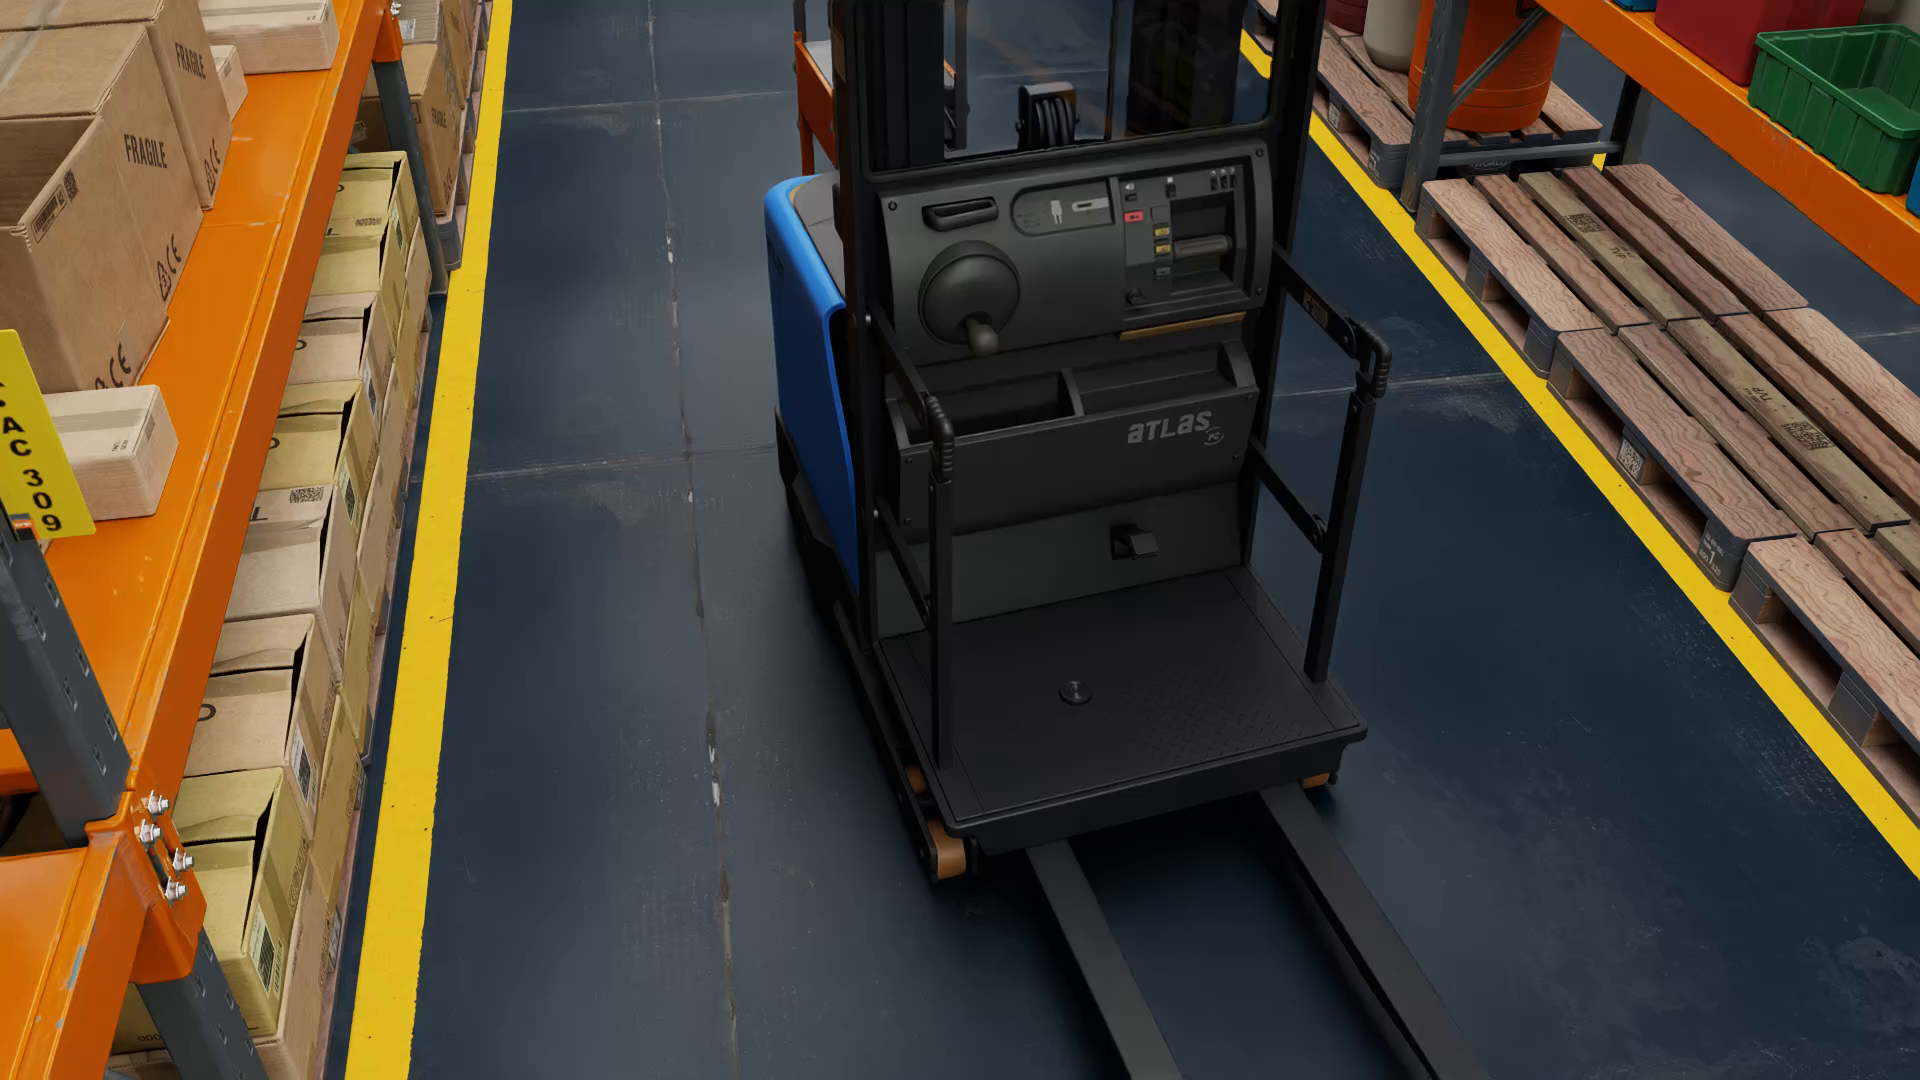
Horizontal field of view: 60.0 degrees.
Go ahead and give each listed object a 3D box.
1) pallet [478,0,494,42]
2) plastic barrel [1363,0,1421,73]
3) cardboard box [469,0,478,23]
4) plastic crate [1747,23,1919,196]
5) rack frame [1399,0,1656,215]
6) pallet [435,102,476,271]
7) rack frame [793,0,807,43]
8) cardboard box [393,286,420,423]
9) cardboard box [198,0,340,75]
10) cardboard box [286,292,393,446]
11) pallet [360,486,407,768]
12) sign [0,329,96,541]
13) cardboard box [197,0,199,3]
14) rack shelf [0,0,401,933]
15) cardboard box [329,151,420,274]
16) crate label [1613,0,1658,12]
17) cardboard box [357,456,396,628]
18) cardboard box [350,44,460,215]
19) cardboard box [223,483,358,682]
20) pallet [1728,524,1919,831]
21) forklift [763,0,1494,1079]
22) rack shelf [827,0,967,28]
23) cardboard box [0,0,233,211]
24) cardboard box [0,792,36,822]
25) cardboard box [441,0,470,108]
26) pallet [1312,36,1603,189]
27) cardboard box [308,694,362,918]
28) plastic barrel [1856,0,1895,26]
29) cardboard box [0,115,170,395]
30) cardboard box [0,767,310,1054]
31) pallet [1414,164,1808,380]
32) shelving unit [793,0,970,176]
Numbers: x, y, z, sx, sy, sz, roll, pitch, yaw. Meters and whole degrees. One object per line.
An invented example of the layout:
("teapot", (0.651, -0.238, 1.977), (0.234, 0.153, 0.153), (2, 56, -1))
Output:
("pallet", (-3.019, -2.943, 8.866), (1.003, 0.211, 1.213), (-6, 38, -8))
("plastic barrel", (2.090, -2.454, 7.650), (0.421, 0.512, 0.421), (0, 38, 0))
("cardboard box", (-2.664, -2.848, 8.150), (0.500, 0.500, 0.500), (-6, 38, -7))
("plastic crate", (2.498, -1.168, 4.481), (0.450, 0.188, 0.662), (-6, 38, -8))
("rack frame", (2.380, -2.646, 6.211), (1.000, 3.000, 0.127), (-6, 38, -8))
("pallet", (-2.591, -1.469, 6.969), (1.003, 0.211, 1.213), (-6, 38, -8))
("rack frame", (-0.324, -1.430, 5.379), (0.400, 2.100, 0.015), (-11, 39, -14))
("cardboard box", (-2.071, -0.593, 5.467), (0.500, 0.250, 0.500), (-7, 38, -8))
("cardboard box", (-2.068, -1.503, 4.944), (0.380, 0.149, 0.250), (-6, 38, -8))
("cardboard box", (-1.980, -0.509, 4.902), (0.500, 0.311, 0.500), (-6, 38, -8))
("pallet", (-2.181, 0.222, 4.792), (1.003, 0.211, 1.213), (-6, 38, -8))
("sign", (-1.250, -0.133, 2.206), (0.100, 0.325, 0.005), (-6, 38, -8))
("cardboard box", (-2.531, -1.519, 4.833), (0.500, 0.311, 0.500), (-7, 38, -8))
("rack shelf", (-2.147, -0.623, 4.194), (1.077, 0.370, 4.000), (-6, 38, -8))
("cardboard box", (-2.163, -1.127, 5.698), (0.500, 0.311, 0.500), (-5, 38, -7))
("crate label", (2.288, -2.031, 5.390), (0.502, 0.435, 0.616), (-6, 38, -8))
("cardboard box", (-1.893, 0.021, 4.676), (0.500, 0.250, 0.500), (-6, 38, -7))
("cardboard box", (-2.296, -1.608, 6.553), (0.500, 0.500, 0.500), (-5, 38, -6))
("cardboard box", (-1.798, 0.107, 4.109), (0.500, 0.311, 0.500), (-7, 38, -9))
("pallet", (2.905, 0.401, 4.562), (1.003, 0.211, 1.213), (-6, 38, -8))
("forklift", (0.347, -0.590, 3.621), (1.130, 2.935, 3.031), (-11, 39, -14))
("rack shelf", (-0.249, -1.830, 4.775), (0.431, 0.518, 0.480), (-11, 39, -14))
("cardboard box", (-2.187, -1.143, 4.195), (0.500, 0.500, 0.500), (-8, 39, -10))
("cardboard box", (-2.247, 0.472, 3.640), (0.500, 0.311, 0.500), (-5, 38, -7))
("cardboard box", (-2.476, -2.227, 7.350), (0.500, 0.500, 0.500), (-7, 38, -9))
("pallet", (2.201, -2.016, 7.674), (1.003, 0.211, 1.213), (-6, 38, -8))
("cardboard box", (-1.711, 0.641, 3.878), (0.500, 0.250, 0.500), (-5, 38, -7))
("plastic barrel", (2.844, -1.837, 5.079), (0.421, 0.512, 0.421), (0, 38, 0))
("cardboard box", (-2.007, -0.523, 3.396), (0.500, 0.500, 0.500), (-4, 38, -5))
("cardboard box", (-1.623, 0.723, 3.317), (0.500, 0.311, 0.500), (-6, 38, -8))
("pallet", (2.477, -1.073, 6.459), (1.003, 0.211, 1.213), (-6, 38, -8))
("shelving unit", (-0.249, -1.288, 5.196), (0.431, 2.100, 0.503), (-11, 39, -14))
